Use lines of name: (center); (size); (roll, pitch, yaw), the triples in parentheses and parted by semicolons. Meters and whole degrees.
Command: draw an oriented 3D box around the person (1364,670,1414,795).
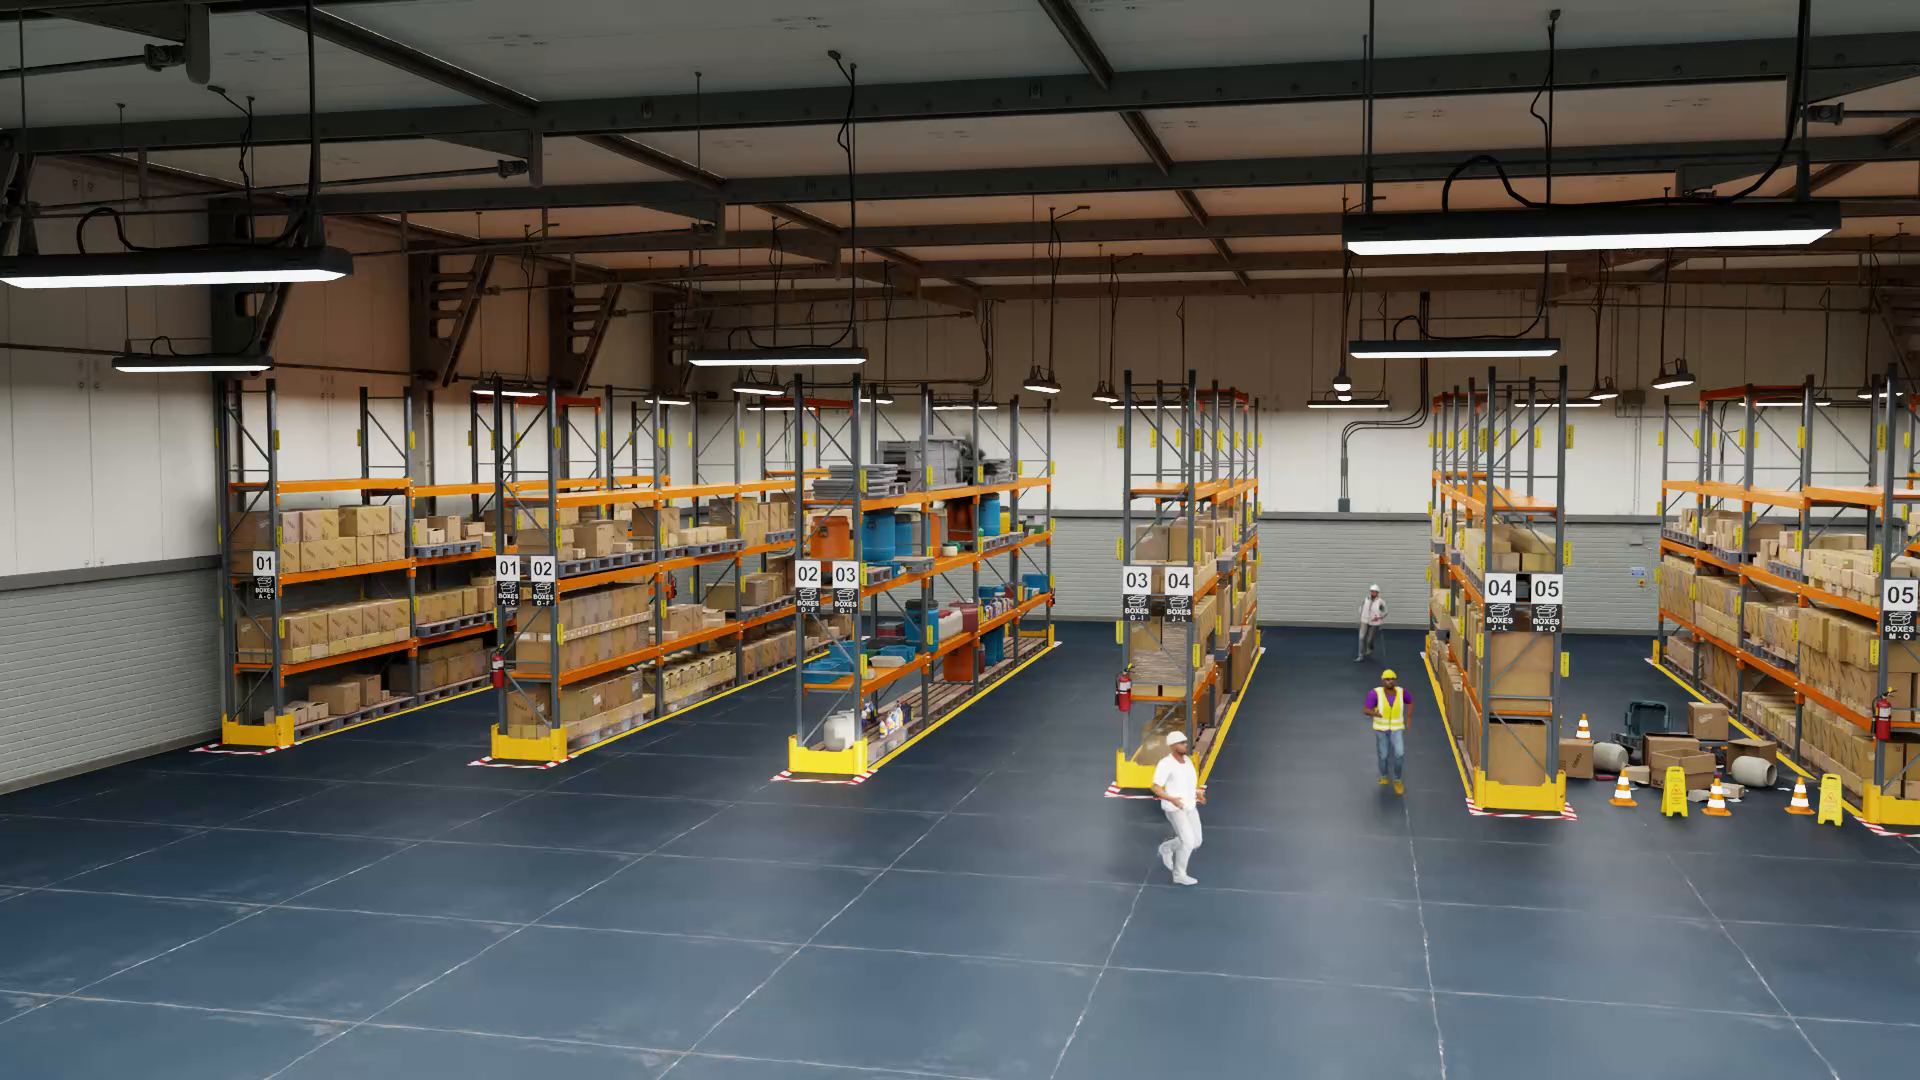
person: (6.108, 2.714, 23.679); (0.711, 1.769, 0.794); (1, 3, 10)

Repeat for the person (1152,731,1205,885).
person: (2.449, 3.013, 18.802); (0.609, 1.717, 0.697); (3, 5, 43)

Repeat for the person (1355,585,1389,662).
person: (9.367, 1.880, 37.737); (0.702, 1.740, 0.838); (2, 4, 30)
